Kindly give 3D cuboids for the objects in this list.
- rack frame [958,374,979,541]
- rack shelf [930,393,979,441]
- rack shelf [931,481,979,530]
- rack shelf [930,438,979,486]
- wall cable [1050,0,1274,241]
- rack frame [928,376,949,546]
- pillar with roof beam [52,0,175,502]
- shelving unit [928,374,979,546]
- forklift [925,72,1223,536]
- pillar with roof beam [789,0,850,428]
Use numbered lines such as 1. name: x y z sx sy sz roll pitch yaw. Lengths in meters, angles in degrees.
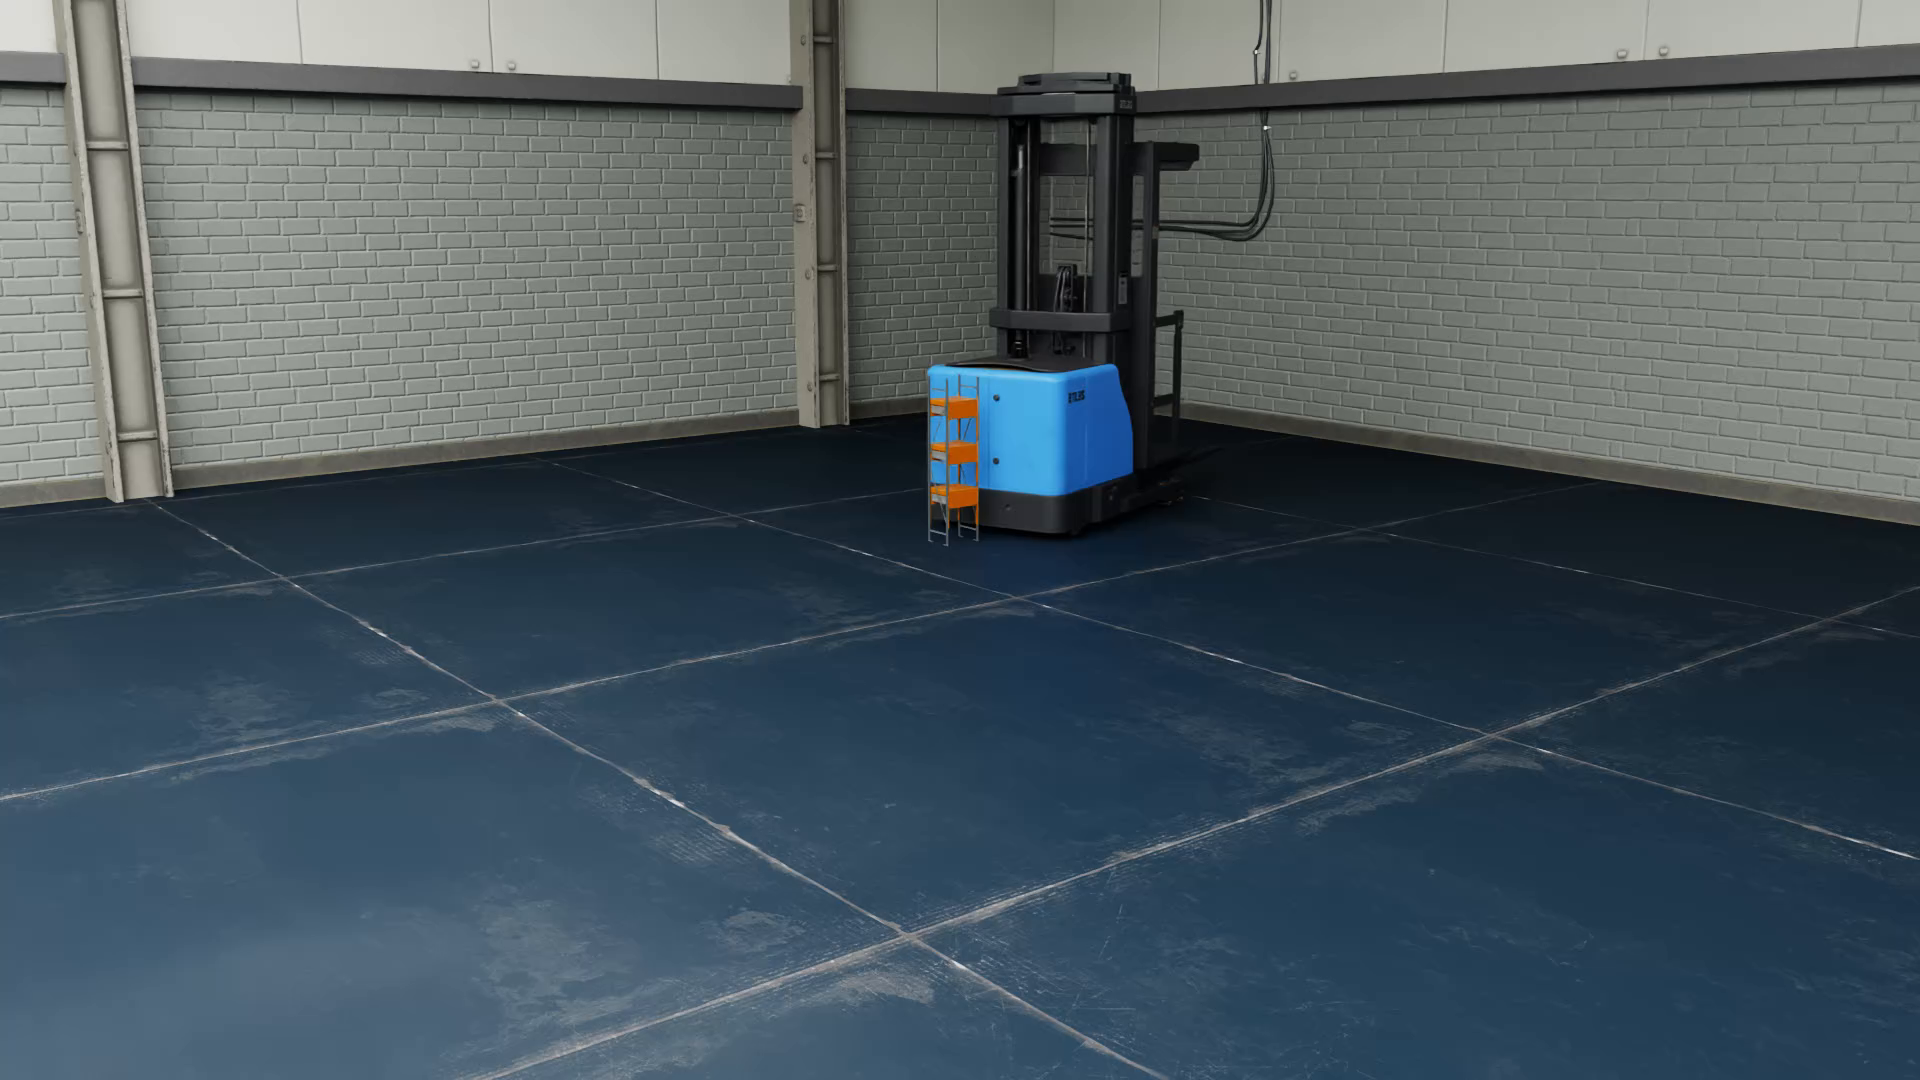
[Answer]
1. rack frame: 0.053 -0.522 10.562 0.008 1.050 0.200 -9 15 -38
2. rack shelf: -0.042 -0.774 10.430 0.240 0.259 0.215 -9 15 -38
3. rack shelf: -0.042 -0.224 10.547 0.240 0.259 0.215 -9 15 -38
4. rack shelf: -0.042 -0.496 10.489 0.240 0.259 0.215 -9 15 -38
5. wall cable: 1.833 -4.148 15.972 0.112 2.526 3.097 -9 15 -38
6. rack frame: -0.137 -0.491 10.412 0.008 1.050 0.200 -9 15 -38
7. pillar with roof beam: -3.290 -4.022 7.905 0.400 9.000 9.100 -9 15 -38
8. shelving unit: -0.042 -0.507 10.487 0.252 1.050 0.215 -9 15 -38
9. forklift: 0.975 -1.718 11.665 1.130 2.935 3.031 7 14 31
10. pillar with roof beam: 1.396 -4.800 11.571 0.400 9.000 9.100 -9 15 -38
